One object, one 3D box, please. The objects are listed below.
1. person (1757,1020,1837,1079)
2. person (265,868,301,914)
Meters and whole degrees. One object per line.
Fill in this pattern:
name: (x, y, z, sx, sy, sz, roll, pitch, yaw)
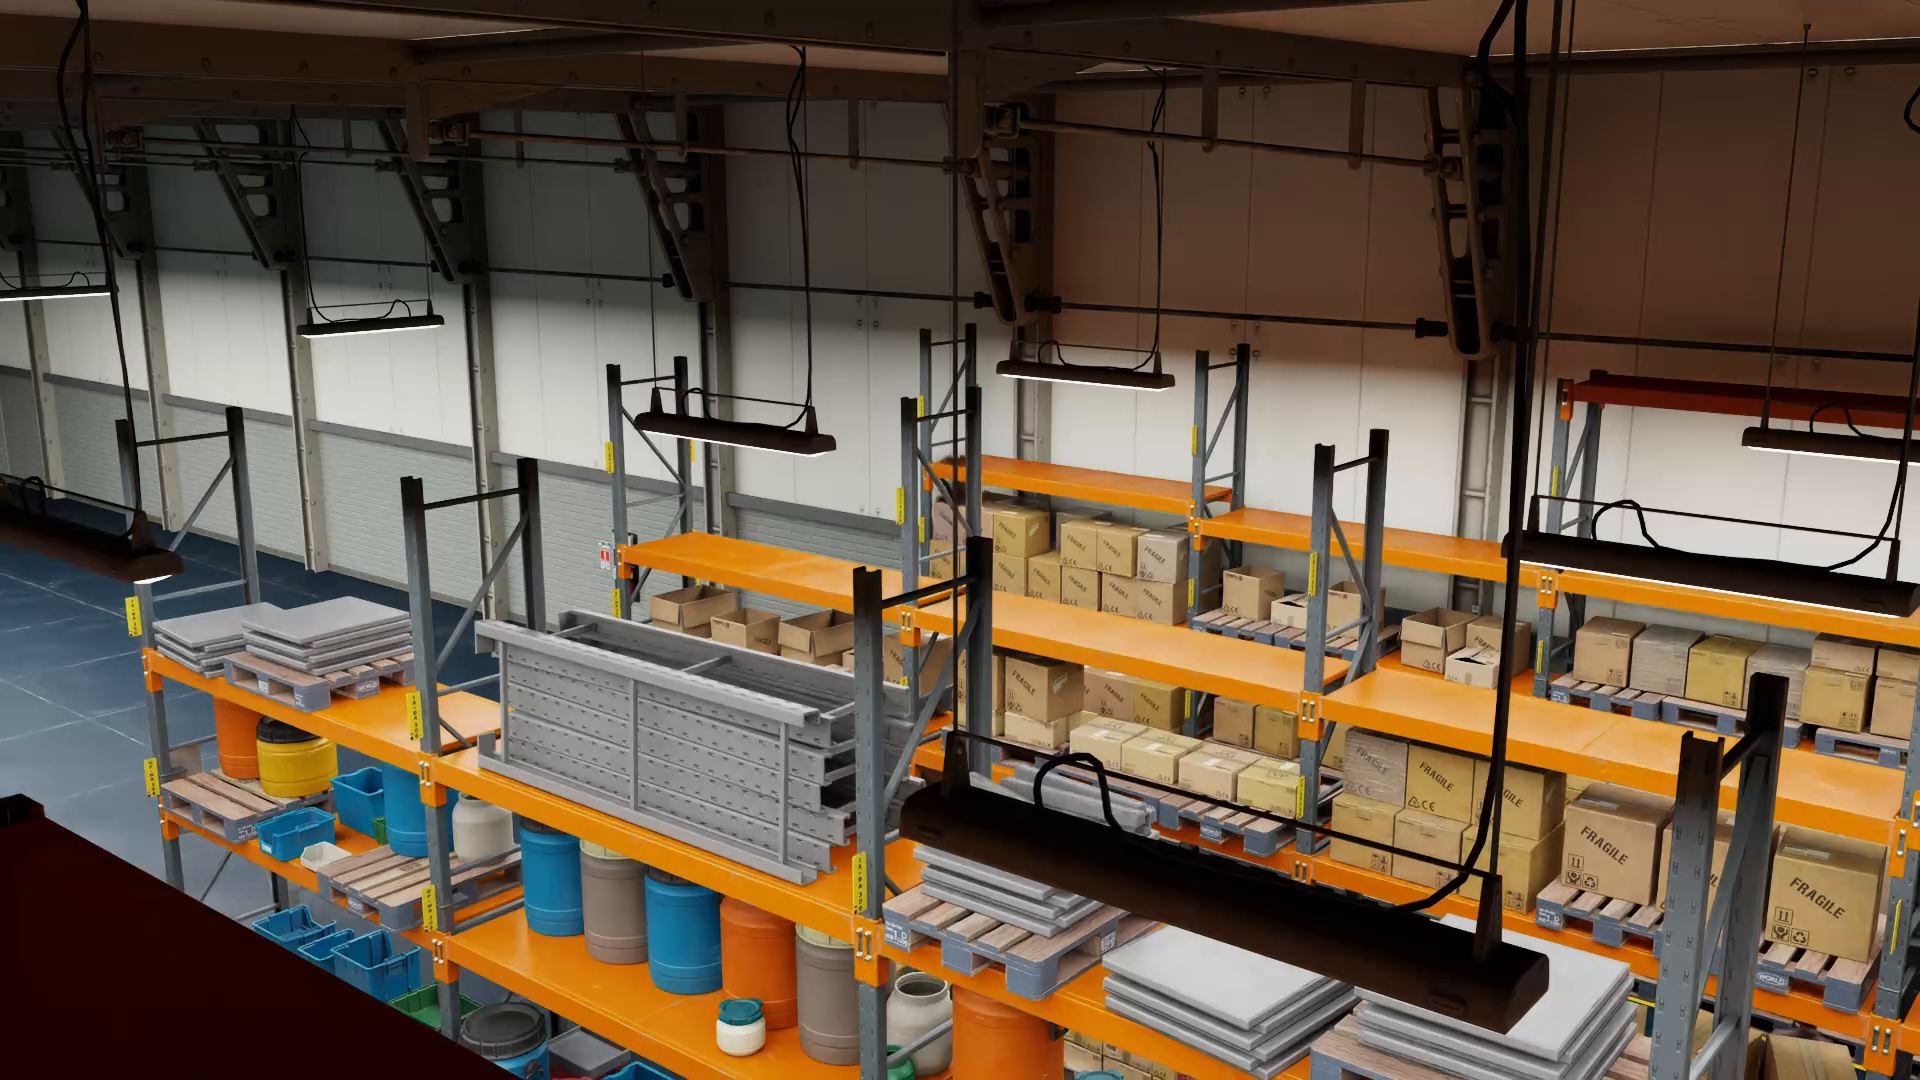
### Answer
person: (6.453, 4.353, 12.851, 0.617, 1.784, 0.476, 6, 14, 26)
person: (-7.331, 3.239, 17.854, 0.584, 1.773, 0.402, -7, 14, -28)
